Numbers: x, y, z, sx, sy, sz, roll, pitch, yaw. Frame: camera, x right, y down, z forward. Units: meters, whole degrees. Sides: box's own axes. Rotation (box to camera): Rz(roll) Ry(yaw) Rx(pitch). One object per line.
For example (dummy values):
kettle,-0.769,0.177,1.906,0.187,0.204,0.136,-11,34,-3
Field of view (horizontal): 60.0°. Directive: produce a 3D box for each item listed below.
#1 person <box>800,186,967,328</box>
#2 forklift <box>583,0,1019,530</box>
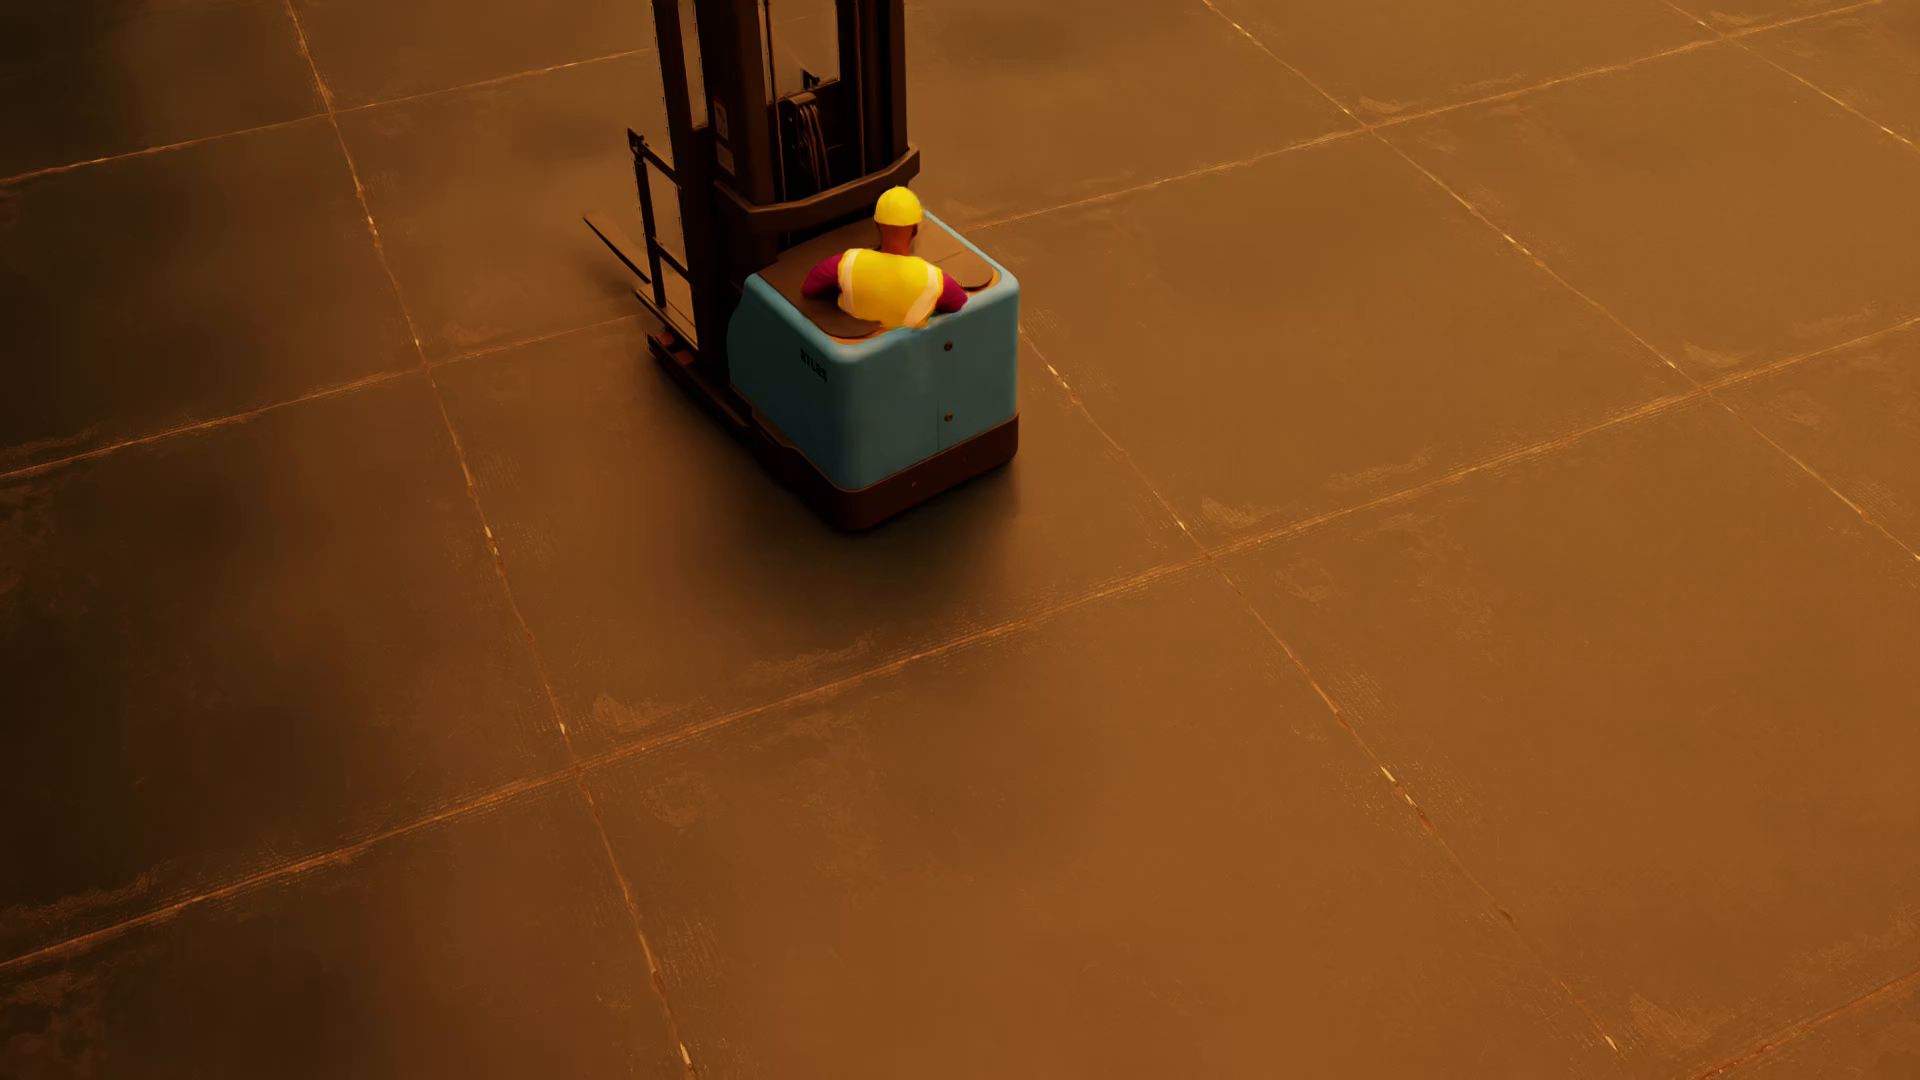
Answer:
person,-0.314,-0.960,7.674,0.893,1.636,0.664,8,44,9
forklift,-0.991,-2.079,7.908,1.130,2.935,3.031,-27,49,-26
